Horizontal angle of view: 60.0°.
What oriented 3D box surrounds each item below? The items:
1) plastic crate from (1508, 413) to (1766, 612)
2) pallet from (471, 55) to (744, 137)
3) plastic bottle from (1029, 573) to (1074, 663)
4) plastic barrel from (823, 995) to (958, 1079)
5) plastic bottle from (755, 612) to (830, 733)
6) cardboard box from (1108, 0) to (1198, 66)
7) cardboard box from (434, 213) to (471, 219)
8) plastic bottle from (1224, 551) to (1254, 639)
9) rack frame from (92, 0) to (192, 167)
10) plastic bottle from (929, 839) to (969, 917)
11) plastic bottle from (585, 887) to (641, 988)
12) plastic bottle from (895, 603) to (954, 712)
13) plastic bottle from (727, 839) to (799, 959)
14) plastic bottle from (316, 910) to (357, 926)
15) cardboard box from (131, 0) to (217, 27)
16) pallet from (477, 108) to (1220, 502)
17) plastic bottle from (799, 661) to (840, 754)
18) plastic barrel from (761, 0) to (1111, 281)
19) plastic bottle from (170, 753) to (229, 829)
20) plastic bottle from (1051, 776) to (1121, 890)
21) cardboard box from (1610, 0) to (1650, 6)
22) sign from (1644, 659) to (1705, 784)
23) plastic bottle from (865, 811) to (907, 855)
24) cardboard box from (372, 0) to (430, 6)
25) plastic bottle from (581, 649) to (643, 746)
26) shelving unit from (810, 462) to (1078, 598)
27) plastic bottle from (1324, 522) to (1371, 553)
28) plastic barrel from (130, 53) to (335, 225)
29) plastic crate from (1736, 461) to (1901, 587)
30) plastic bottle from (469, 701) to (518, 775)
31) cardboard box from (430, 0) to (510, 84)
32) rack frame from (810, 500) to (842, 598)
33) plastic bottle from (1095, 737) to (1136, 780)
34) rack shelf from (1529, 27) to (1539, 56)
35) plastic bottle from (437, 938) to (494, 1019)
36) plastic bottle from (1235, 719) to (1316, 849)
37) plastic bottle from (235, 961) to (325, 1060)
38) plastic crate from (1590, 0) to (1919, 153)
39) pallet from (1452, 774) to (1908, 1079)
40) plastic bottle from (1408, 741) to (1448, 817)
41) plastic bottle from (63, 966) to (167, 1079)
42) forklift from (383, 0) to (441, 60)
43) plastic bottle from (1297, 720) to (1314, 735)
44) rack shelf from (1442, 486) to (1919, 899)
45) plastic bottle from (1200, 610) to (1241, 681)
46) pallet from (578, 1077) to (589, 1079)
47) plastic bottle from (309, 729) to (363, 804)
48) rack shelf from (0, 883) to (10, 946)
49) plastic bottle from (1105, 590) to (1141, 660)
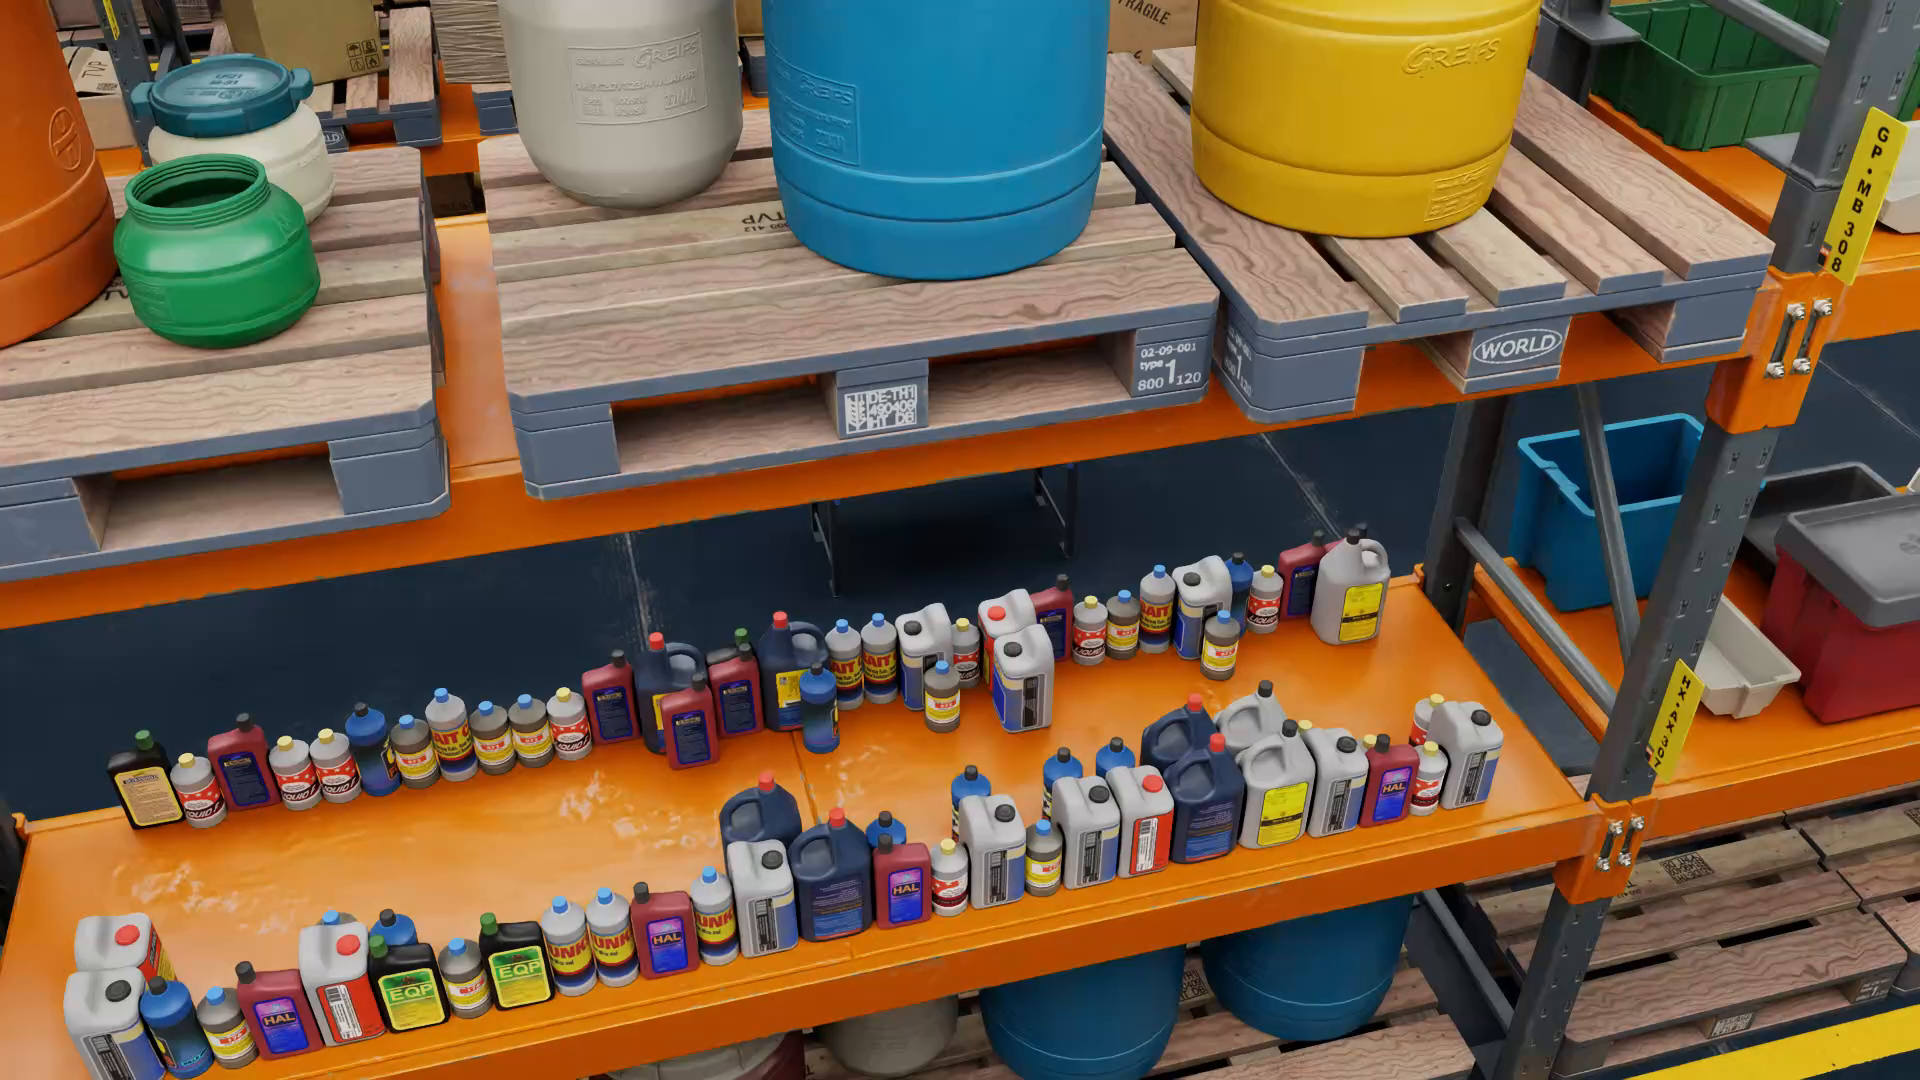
[{"bbox_3d":[1.928,-0.067,4.833,0.575,0.384,0.392,-9,38,-12],"label":"plastic crate"},{"bbox_3d":[-1.707,-2.283,7.924,1.213,0.211,1.003,-9,38,-12],"label":"pallet"},{"bbox_3d":[0.244,0.219,4.591,0.133,0.283,0.061,-9,38,-12],"label":"plastic bottle"},{"bbox_3d":[-0.215,1.271,4.822,0.421,0.512,0.421,0,37,0],"label":"plastic barrel"},{"bbox_3d":[-0.441,0.331,4.389,0.185,0.351,0.144,-9,38,-12],"label":"plastic bottle"},{"bbox_3d":[0.842,-2.643,8.154,0.500,0.500,0.500,-8,38,-11],"label":"cardboard box"},{"bbox_3d":[-2.565,-1.221,8.073,0.500,0.500,0.500,-11,39,-14],"label":"cardboard box"},{"bbox_3d":[0.772,0.149,4.693,0.097,0.271,0.097,0,37,0],"label":"plastic bottle"},{"bbox_3d":[-3.583,-2.048,7.459,0.127,3.000,1.000,-9,38,-12],"label":"rack frame"},{"bbox_3d":[-0.028,0.785,3.918,0.097,0.201,0.097,0,37,0],"label":"plastic bottle"},{"bbox_3d":[-0.782,0.881,3.735,0.097,0.271,0.097,0,37,0],"label":"plastic bottle"},{"bbox_3d":[-0.097,0.307,4.483,0.135,0.276,0.152,-9,38,-12],"label":"plastic bottle"},{"bbox_3d":[-0.454,0.808,3.827,0.135,0.276,0.152,-9,38,-12],"label":"plastic bottle"},{"bbox_3d":[-1.397,0.914,3.750,0.097,0.201,0.097,0,37,0],"label":"plastic bottle"},{"bbox_3d":[-5.560,-3.991,11.693,0.500,0.500,0.700,-9,38,-11],"label":"cardboard box"},{"bbox_3d":[-0.259,-0.529,3.160,1.213,0.211,1.003,-9,38,-12],"label":"pallet"},{"bbox_3d":[-0.367,0.426,4.330,0.097,0.271,0.097,0,37,0],"label":"plastic bottle"},{"bbox_3d":[-0.041,-0.973,2.826,0.708,0.901,0.600,-9,38,-12],"label":"plastic barrel"},{"bbox_3d":[-1.900,0.615,4.141,0.097,0.201,0.097,0,37,0],"label":"plastic bottle"},{"bbox_3d":[0.301,0.684,3.989,0.135,0.276,0.152,-9,38,-12],"label":"plastic bottle"},{"bbox_3d":[3.279,-3.041,8.674,0.500,0.500,0.500,-9,38,-12],"label":"cardboard box"},{"bbox_3d":[1.708,0.437,3.982,0.005,0.325,0.100,-9,38,-12],"label":"sign"},{"bbox_3d":[-0.172,0.743,3.916,0.097,0.271,0.097,0,37,0],"label":"plastic bottle"},{"bbox_3d":[-4.134,-4.306,11.834,0.750,0.750,0.750,-10,38,-13],"label":"cardboard box"},{"bbox_3d":[-0.912,0.409,4.343,0.133,0.283,0.061,-9,38,-12],"label":"plastic bottle"},{"bbox_3d":[-0.082,-0.582,6.777,1.048,1.500,0.538,-9,38,-12],"label":"shelving unit"},{"bbox_3d":[1.101,0.078,4.775,0.133,0.283,0.061,-9,38,-12],"label":"plastic bottle"},{"bbox_3d":[-1.298,-0.701,2.997,0.301,0.262,0.301,0,37,0],"label":"plastic barrel"},{"bbox_3d":[2.577,-0.025,4.991,0.590,0.125,0.437,-9,38,-12],"label":"plastic crate"},{"bbox_3d":[-1.207,0.501,4.290,0.097,0.201,0.097,0,37,0],"label":"plastic bottle"},{"bbox_3d":[-2.072,-2.454,7.561,0.500,0.500,0.700,-3,37,-3],"label":"cardboard box"},{"bbox_3d":[-0.573,-0.502,6.671,0.032,1.500,0.500,-9,38,-12],"label":"rack frame"},{"bbox_3d":[0.380,0.595,4.110,0.097,0.271,0.097,0,37,0],"label":"plastic bottle"},{"bbox_3d":[2.210,-2.713,8.920,4.000,0.370,1.077,-9,38,-12],"label":"rack shelf"},{"bbox_3d":[-1.099,0.961,3.689,0.097,0.201,0.097,0,37,0],"label":"plastic bottle"},{"bbox_3d":[0.764,0.581,4.062,0.185,0.351,0.144,-9,38,-12],"label":"plastic bottle"},{"bbox_3d":[-1.464,1.000,3.570,0.133,0.283,0.061,-9,38,-12],"label":"plastic bottle"},{"bbox_3d":[1.897,-1.128,3.961,0.662,0.188,0.450,-9,38,-12],"label":"plastic crate"},{"bbox_3d":[2.266,1.192,5.518,1.213,0.211,1.003,-9,38,-12],"label":"pallet"},{"bbox_3d":[1.166,0.589,4.174,0.097,0.201,0.097,0,37,0],"label":"plastic bottle"},{"bbox_3d":[-1.793,1.028,3.539,0.135,0.276,0.152,-9,38,-12],"label":"plastic bottle"},{"bbox_3d":[-3.021,-3.974,10.033,3.031,2.935,1.130,20,42,24],"label":"forklift"},{"bbox_3d":[0.867,0.543,4.235,0.097,0.201,0.097,0,37,0],"label":"plastic bottle"},{"bbox_3d":[3.497,0.193,5.121,4.000,0.370,1.077,-9,38,-12],"label":"rack shelf"},{"bbox_3d":[0.718,0.281,4.577,0.097,0.201,0.097,0,37,0],"label":"plastic bottle"},{"bbox_3d":[-1.545,1.816,4.702,1.213,0.211,1.003,-9,38,-12],"label":"pallet"},{"bbox_3d":[-1.583,0.563,4.209,0.097,0.201,0.097,0,37,0],"label":"plastic bottle"},{"bbox_3d":[-4.226,1.460,3.464,4.000,0.370,1.077,-9,38,-12],"label":"rack shelf"},{"bbox_3d":[0.454,0.228,4.646,0.097,0.201,0.097,0,37,0],"label":"plastic bottle"}]
